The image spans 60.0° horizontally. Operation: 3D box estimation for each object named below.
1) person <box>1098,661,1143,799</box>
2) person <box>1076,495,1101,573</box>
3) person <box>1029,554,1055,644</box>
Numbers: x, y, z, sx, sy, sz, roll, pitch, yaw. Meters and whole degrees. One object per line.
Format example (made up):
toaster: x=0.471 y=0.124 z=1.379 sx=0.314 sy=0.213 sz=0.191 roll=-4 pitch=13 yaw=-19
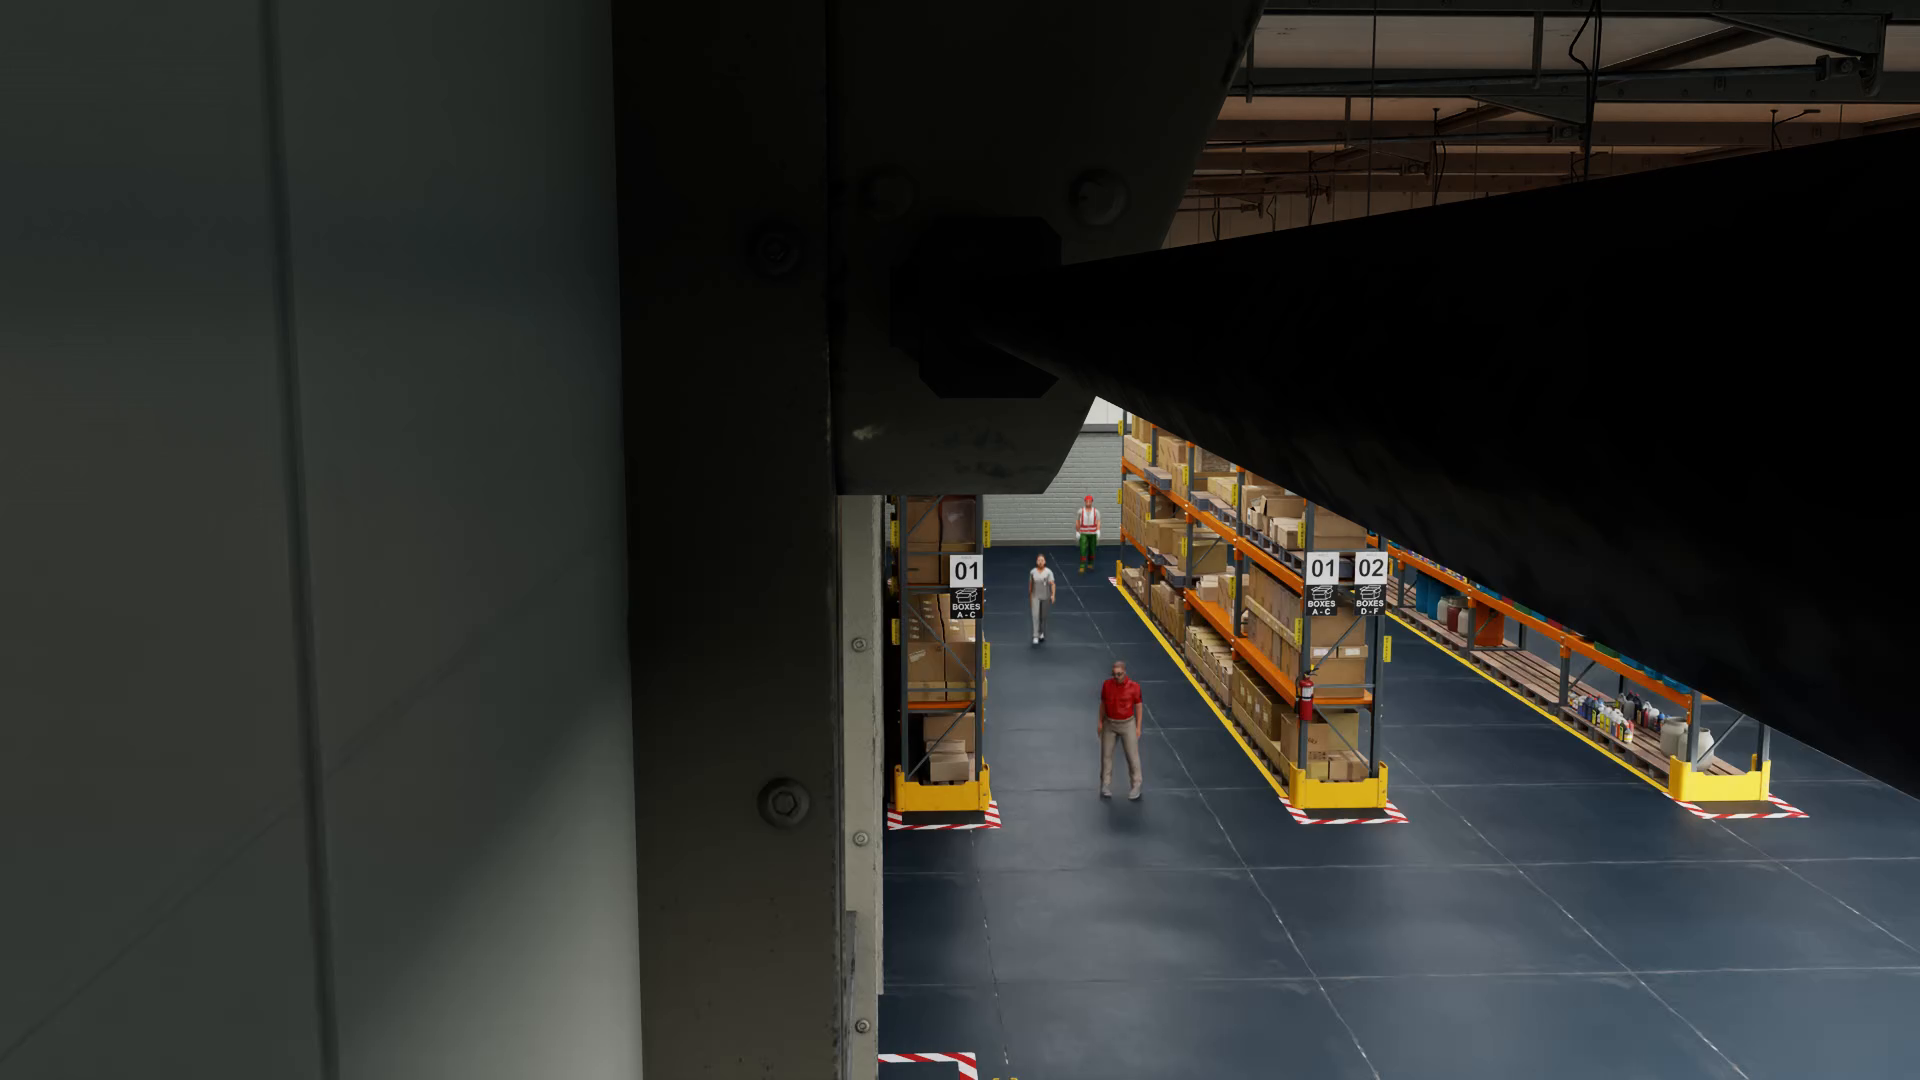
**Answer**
person: x=2.017 y=2.382 z=21.092 sx=0.593 sy=1.726 sz=0.420 roll=4 pitch=9 yaw=24
person: x=2.919 y=-0.143 z=37.871 sx=0.558 sy=1.735 sz=1.012 roll=1 pitch=8 yaw=3
person: x=1.497 y=1.059 z=30.210 sx=0.468 sy=1.608 sz=1.049 roll=0 pitch=8 yaw=-2
